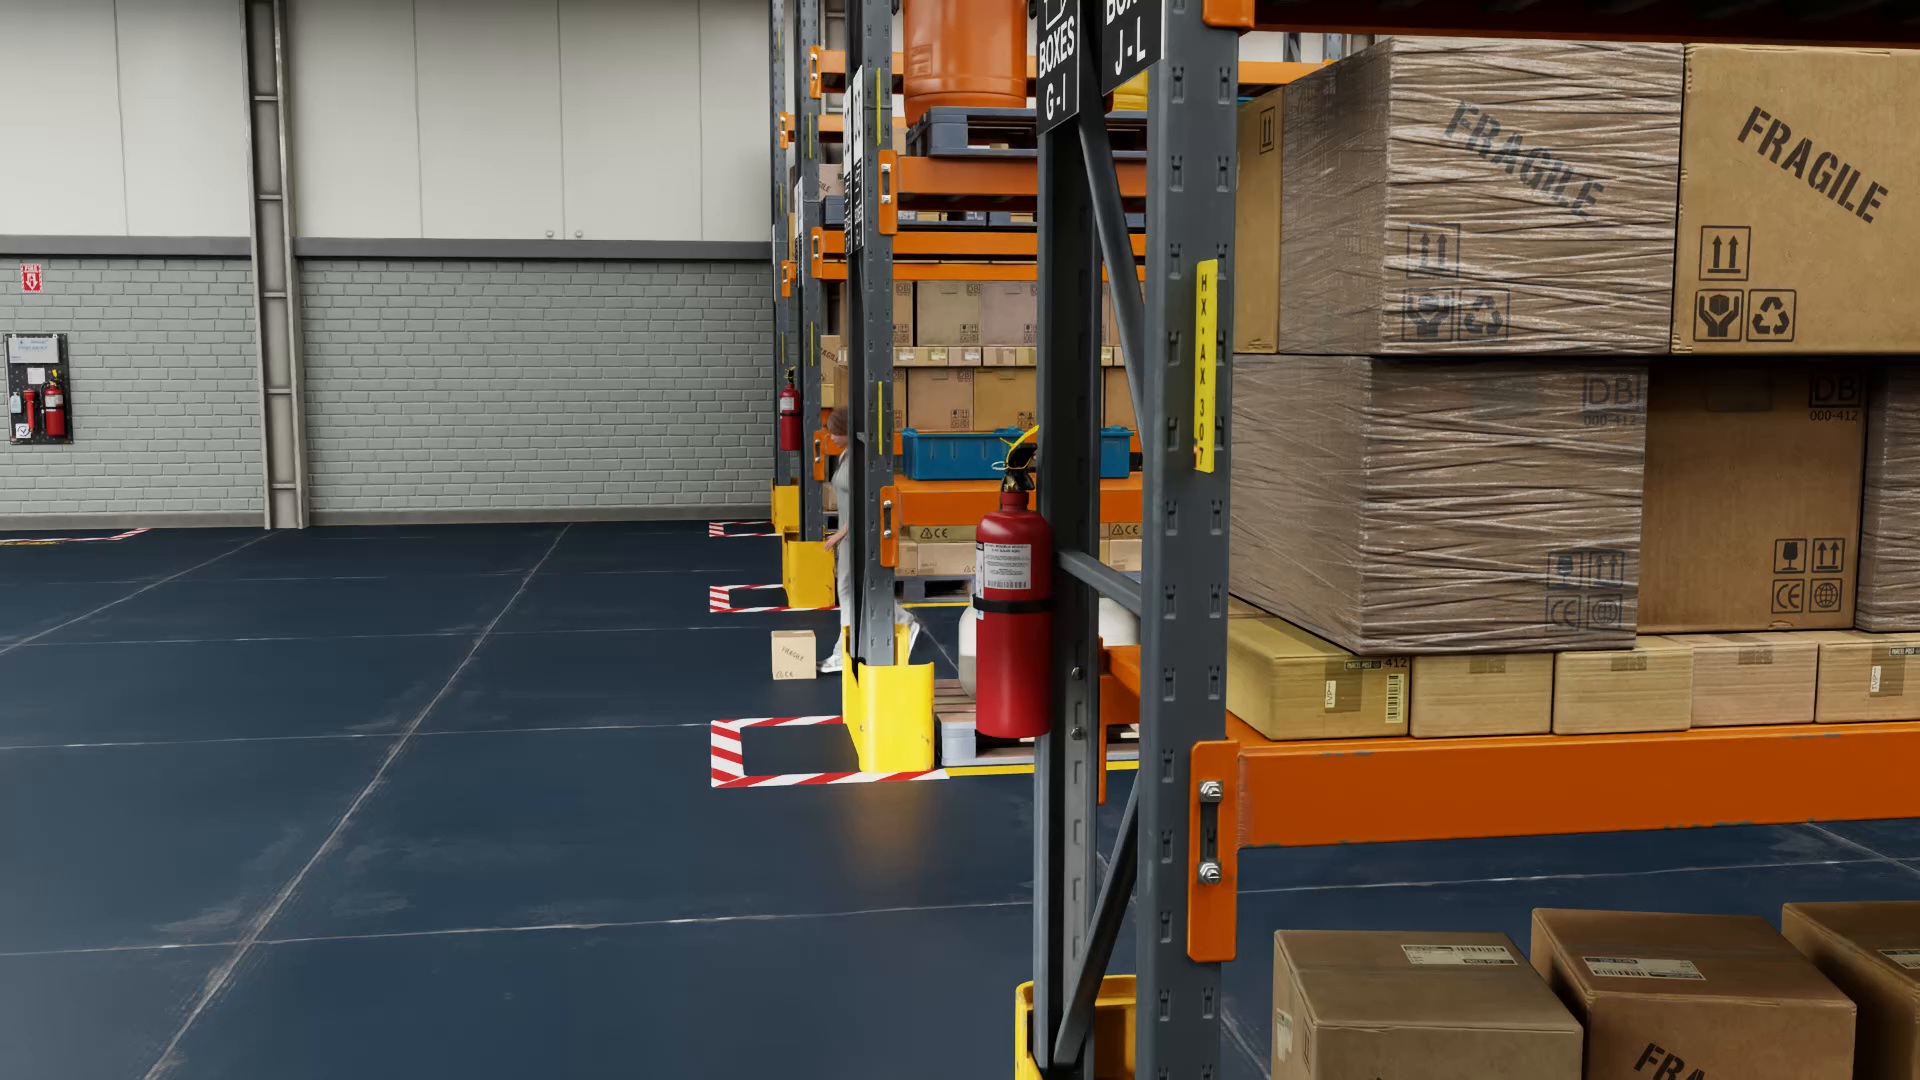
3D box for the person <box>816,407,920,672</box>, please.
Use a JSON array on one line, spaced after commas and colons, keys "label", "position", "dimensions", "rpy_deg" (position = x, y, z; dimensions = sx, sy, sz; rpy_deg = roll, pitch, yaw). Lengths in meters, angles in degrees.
[{"label": "person", "position": [-0.568, 0.003, 9.955], "dimensions": [0.641, 1.573, 0.419], "rpy_deg": [-3, 7, -23]}]
